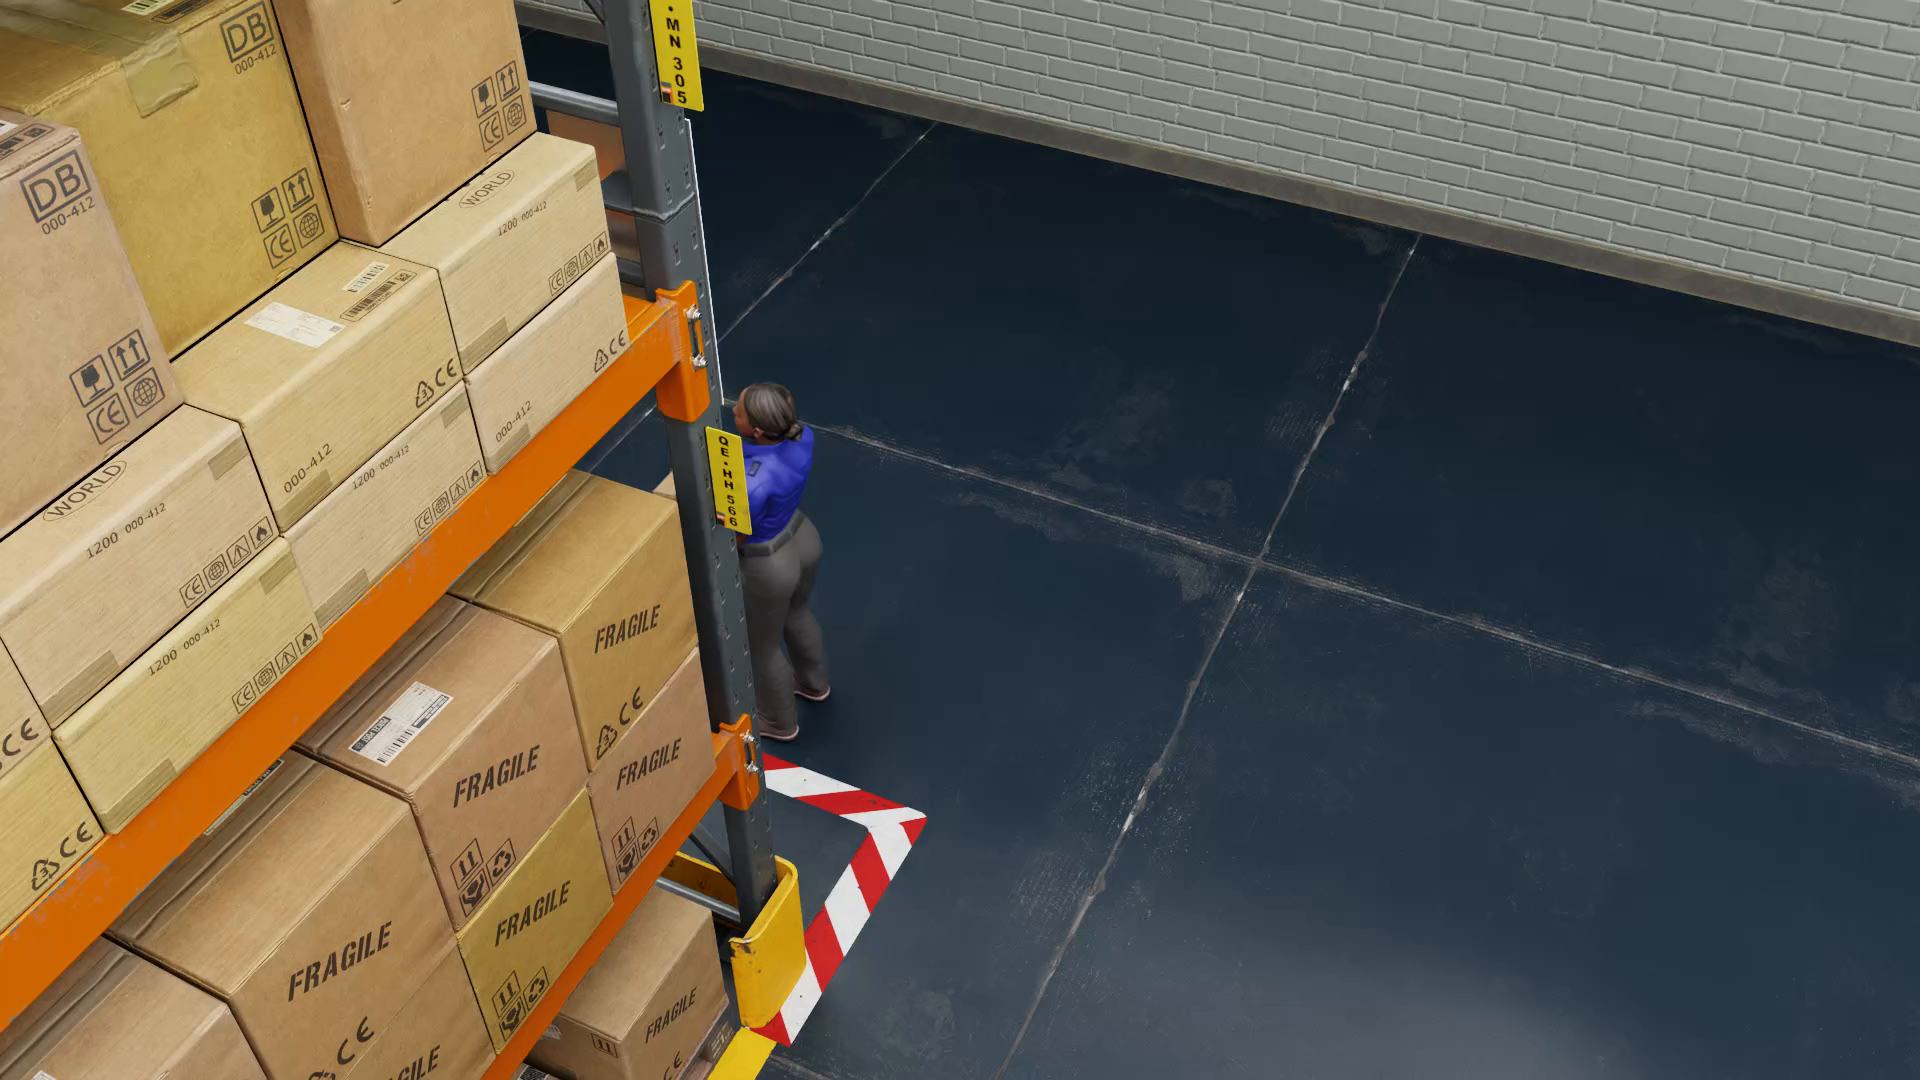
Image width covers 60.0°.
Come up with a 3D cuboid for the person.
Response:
[{"bbox_3d":[-0.761,0.052,6.111,0.512,1.649,0.452,17,45,18],"label":"person"}]
